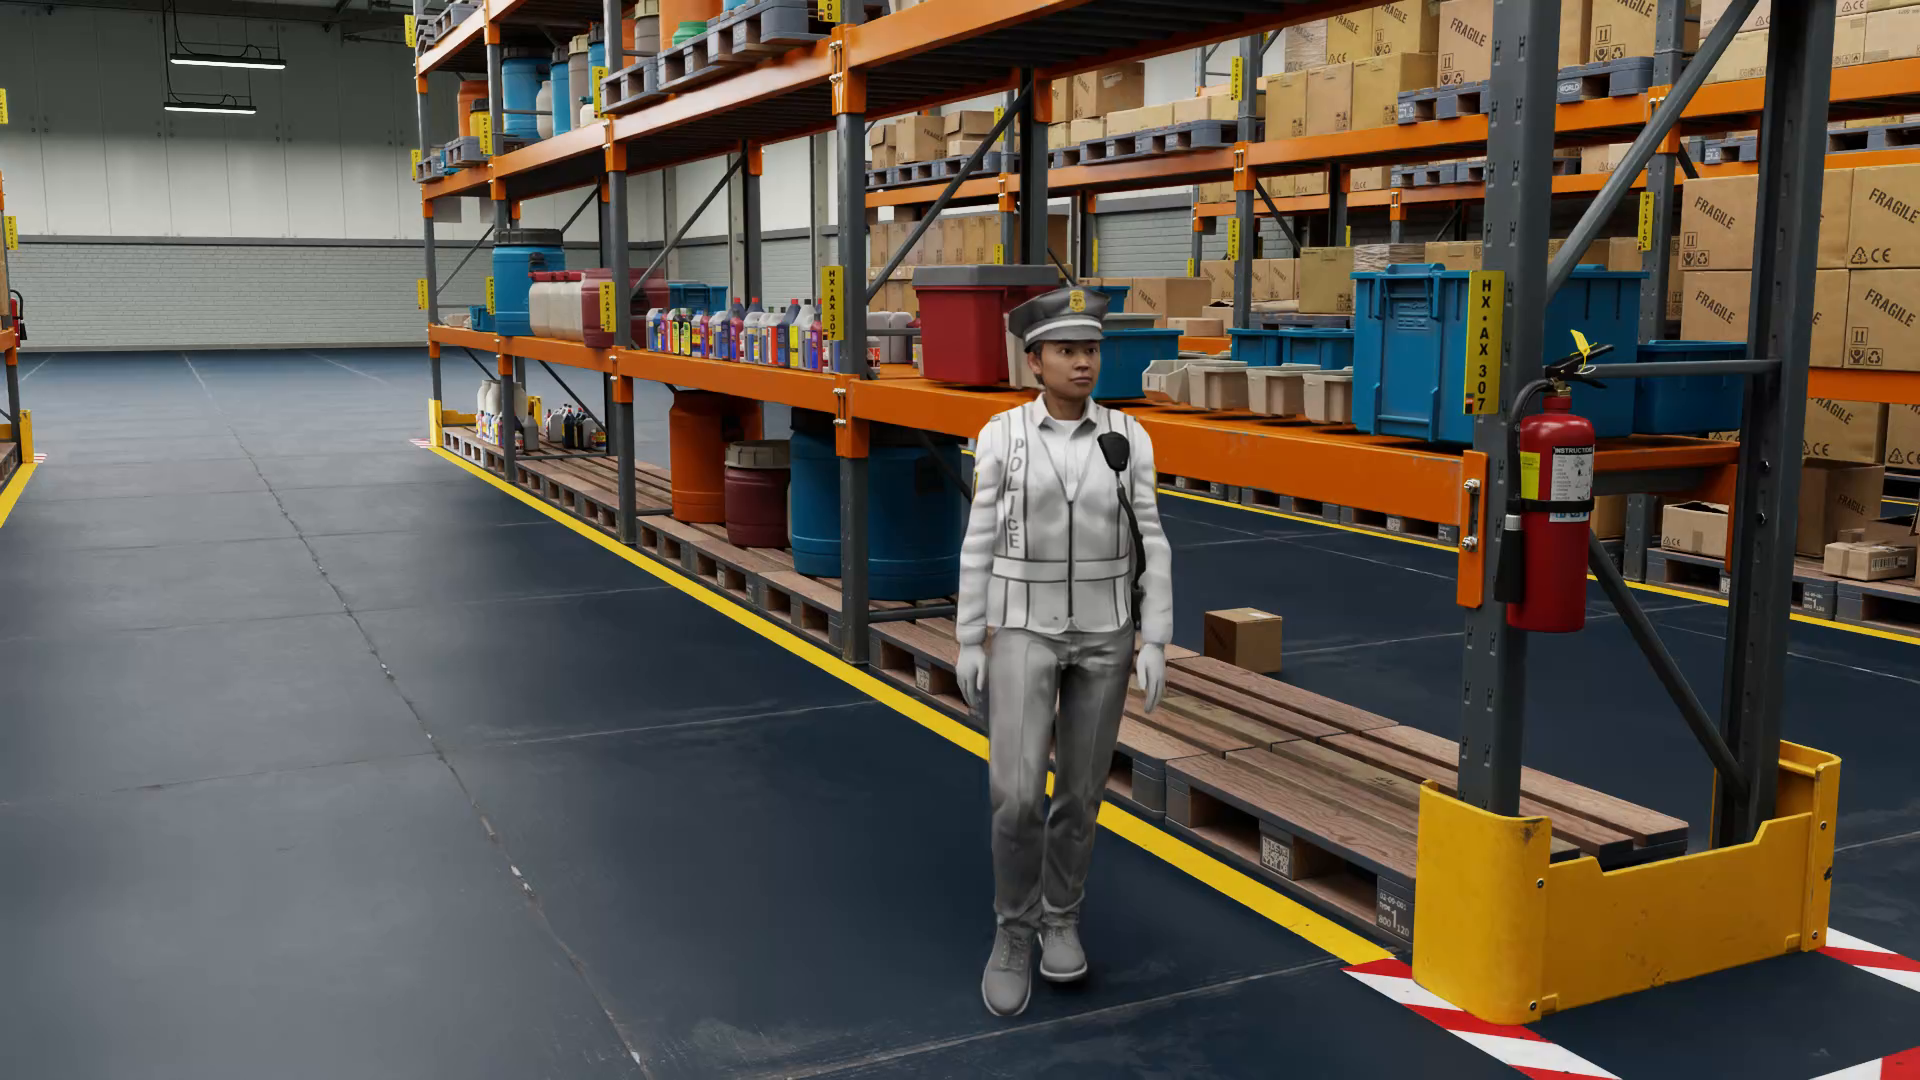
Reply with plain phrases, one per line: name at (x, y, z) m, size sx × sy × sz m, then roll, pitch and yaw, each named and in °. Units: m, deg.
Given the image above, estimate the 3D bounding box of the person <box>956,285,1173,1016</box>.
person at (0.257, 0.267, 3.957) m, size 0.514 × 1.728 × 0.483 m, roll -1°, pitch 9°, yaw -6°
